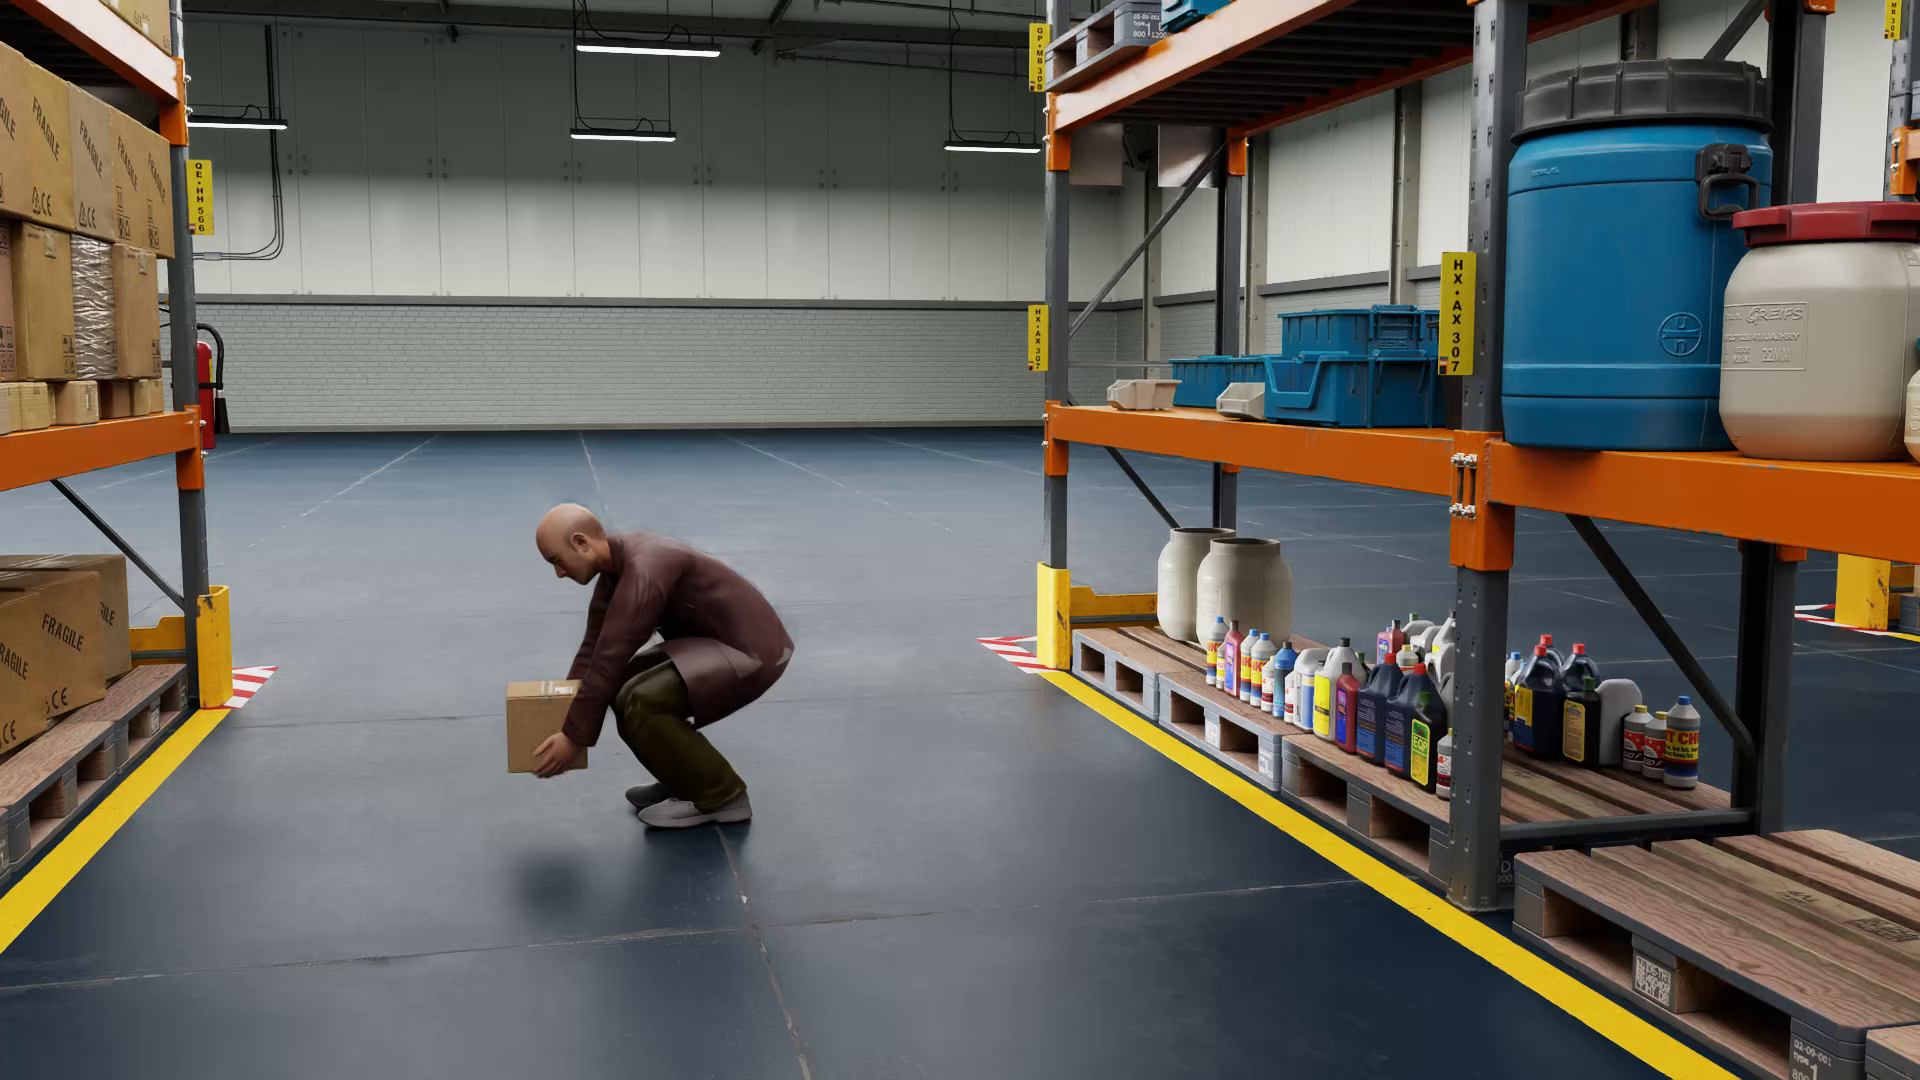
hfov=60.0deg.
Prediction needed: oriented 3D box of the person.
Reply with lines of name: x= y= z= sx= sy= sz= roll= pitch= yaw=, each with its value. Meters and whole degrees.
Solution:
person: x=-0.988 y=0.400 z=5.504 sx=0.884 sy=1.063 sz=0.609 roll=-1 pitch=6 yaw=-13
